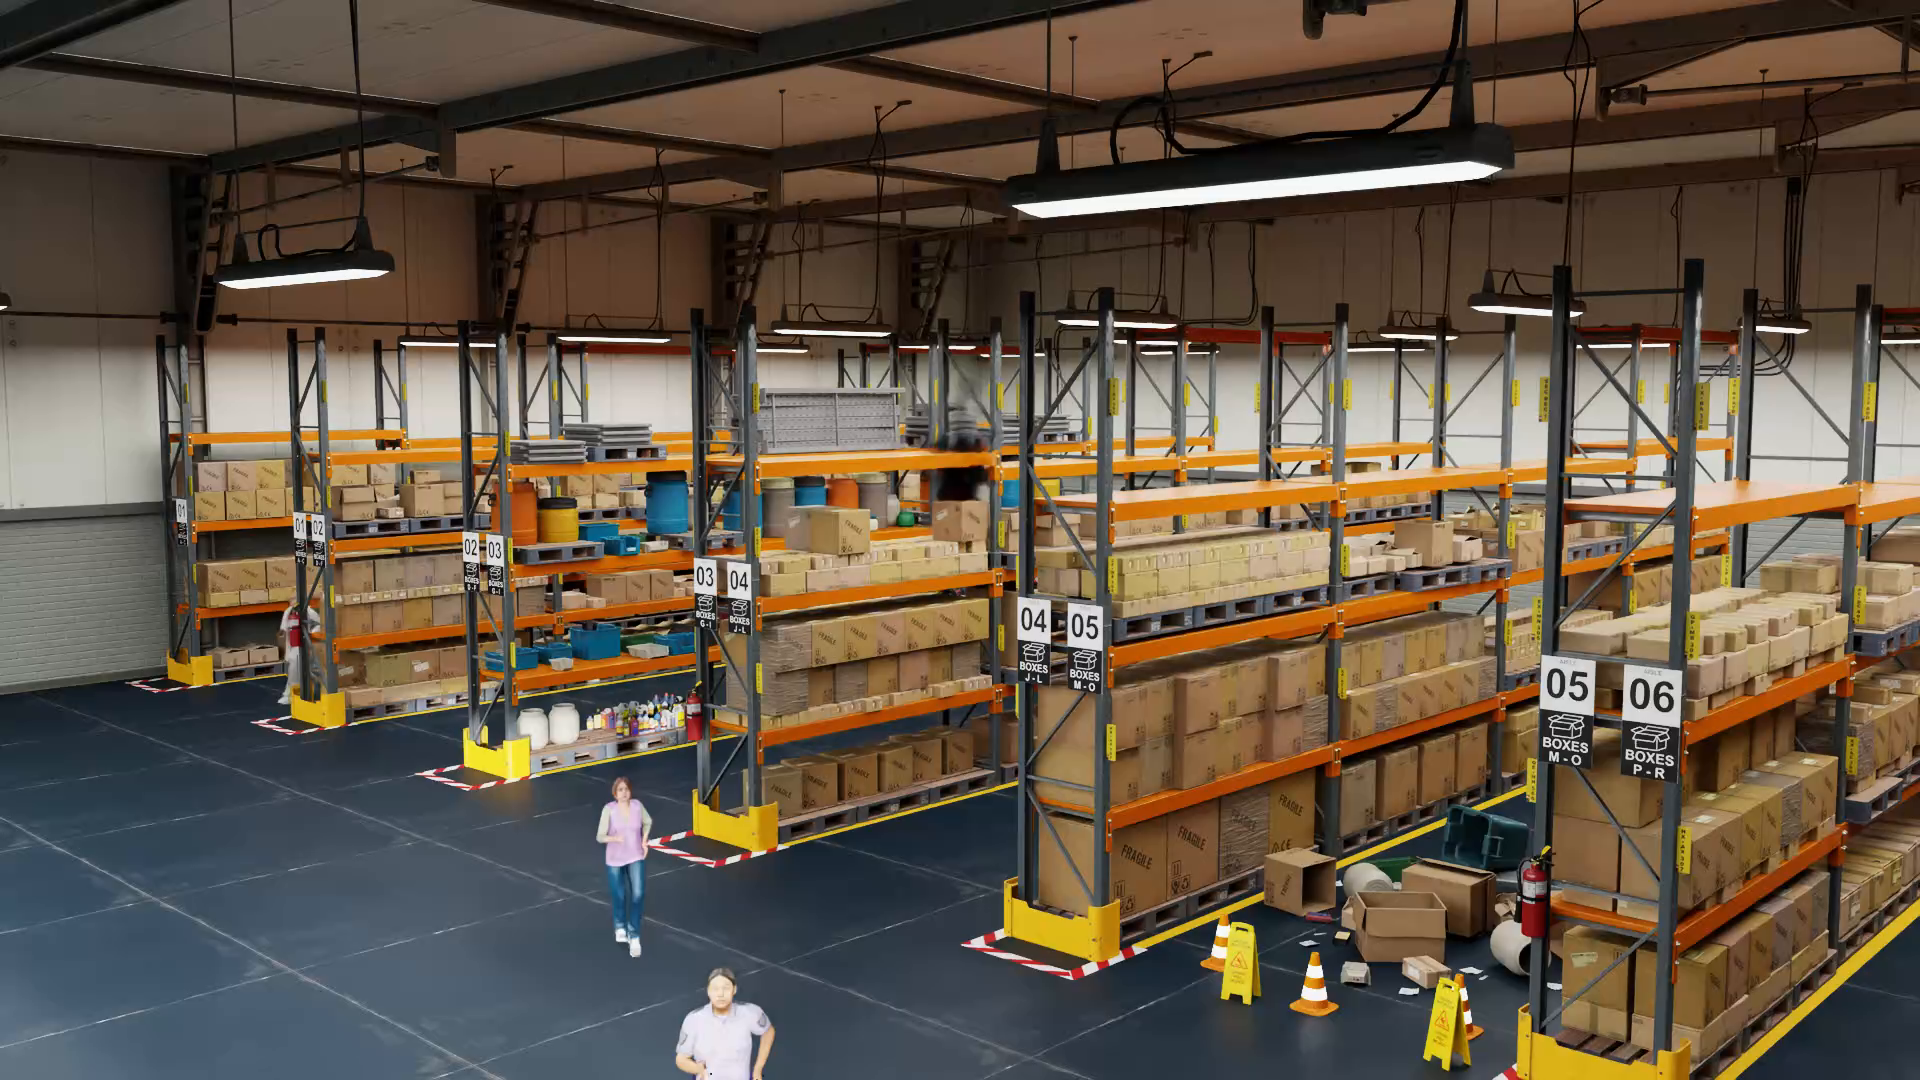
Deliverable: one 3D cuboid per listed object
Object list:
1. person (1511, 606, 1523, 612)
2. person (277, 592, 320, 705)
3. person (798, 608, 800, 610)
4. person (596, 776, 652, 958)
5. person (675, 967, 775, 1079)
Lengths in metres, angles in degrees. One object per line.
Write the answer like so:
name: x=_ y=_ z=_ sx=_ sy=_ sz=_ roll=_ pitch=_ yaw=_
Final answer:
person: x=8.837 y=1.871 z=26.323 sx=0.644 sy=1.654 sz=0.650 roll=-4 pitch=7 yaw=-40
person: x=-10.772 y=1.729 z=27.112 sx=0.741 sy=1.784 sz=0.958 roll=3 pitch=6 yaw=26
person: x=-3.067 y=1.635 z=28.707 sx=0.559 sy=1.717 sz=0.698 roll=4 pitch=7 yaw=38
person: x=-3.034 y=2.955 z=15.095 sx=0.514 sy=1.635 sz=0.660 roll=-2 pitch=6 yaw=-16
person: x=-1.419 y=3.420 z=10.034 sx=0.582 sy=1.691 sz=0.673 roll=0 pitch=5 yaw=-3
